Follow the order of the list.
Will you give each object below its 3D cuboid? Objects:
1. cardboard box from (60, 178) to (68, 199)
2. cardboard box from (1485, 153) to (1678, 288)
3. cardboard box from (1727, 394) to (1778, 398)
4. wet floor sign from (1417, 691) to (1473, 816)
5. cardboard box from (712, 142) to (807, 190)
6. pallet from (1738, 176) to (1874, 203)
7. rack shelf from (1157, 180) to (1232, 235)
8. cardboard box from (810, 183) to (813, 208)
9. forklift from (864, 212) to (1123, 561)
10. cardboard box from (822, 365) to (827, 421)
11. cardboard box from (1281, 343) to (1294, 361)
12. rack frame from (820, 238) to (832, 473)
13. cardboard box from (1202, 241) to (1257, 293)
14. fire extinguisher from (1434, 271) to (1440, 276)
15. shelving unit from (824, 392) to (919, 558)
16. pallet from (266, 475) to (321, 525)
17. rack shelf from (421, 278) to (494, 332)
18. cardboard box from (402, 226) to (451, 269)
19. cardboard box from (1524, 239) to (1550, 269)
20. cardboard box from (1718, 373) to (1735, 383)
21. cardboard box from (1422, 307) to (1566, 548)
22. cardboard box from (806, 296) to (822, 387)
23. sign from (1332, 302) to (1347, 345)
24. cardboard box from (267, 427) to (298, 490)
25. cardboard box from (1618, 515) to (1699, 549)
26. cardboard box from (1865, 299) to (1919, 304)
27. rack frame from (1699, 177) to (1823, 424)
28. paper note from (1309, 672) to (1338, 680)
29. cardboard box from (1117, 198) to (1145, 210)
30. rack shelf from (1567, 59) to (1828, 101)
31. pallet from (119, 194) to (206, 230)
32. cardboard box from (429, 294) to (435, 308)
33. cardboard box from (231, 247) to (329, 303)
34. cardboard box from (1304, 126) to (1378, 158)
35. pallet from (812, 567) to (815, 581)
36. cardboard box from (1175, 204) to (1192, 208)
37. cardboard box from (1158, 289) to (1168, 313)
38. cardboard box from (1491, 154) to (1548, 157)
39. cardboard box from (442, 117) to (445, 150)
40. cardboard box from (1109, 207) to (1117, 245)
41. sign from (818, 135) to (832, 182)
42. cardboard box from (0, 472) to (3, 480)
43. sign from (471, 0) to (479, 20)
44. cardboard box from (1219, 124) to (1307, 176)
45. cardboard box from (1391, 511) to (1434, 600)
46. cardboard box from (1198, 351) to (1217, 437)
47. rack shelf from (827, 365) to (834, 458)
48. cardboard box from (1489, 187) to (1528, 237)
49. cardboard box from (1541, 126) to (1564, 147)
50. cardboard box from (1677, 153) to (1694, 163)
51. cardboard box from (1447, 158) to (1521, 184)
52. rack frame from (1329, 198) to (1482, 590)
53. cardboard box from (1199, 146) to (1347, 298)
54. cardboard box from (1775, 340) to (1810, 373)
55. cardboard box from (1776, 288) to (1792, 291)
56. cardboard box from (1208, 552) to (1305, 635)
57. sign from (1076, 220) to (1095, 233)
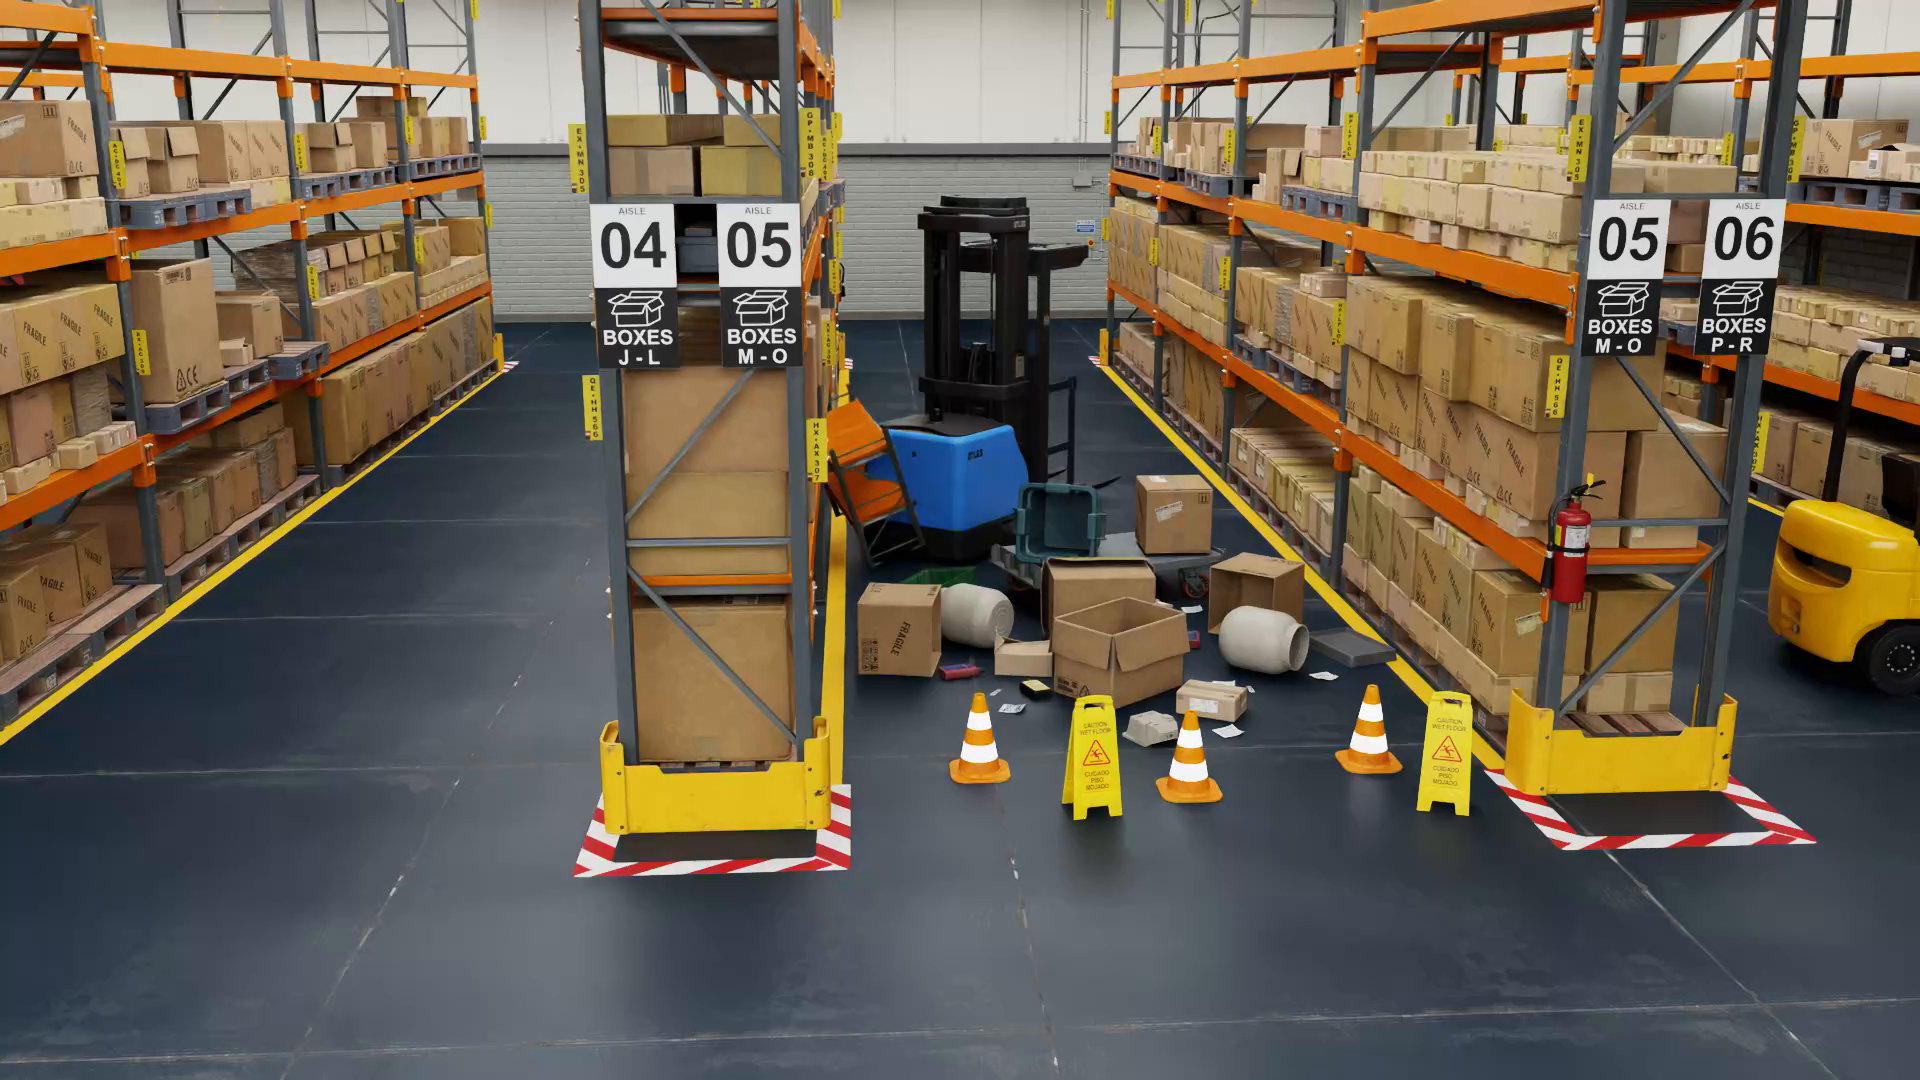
[{"bbox_3d":[-6.243,-2.358,11.150,0.380,0.149,0.250,-1,14,-3],"label":"cardboard box"},{"bbox_3d":[7.642,-3.807,20.297,0.607,1.899,4.994,-1,14,-2],"label":"cardboard box"},{"bbox_3d":[8.373,-1.256,17.562,0.500,0.500,0.500,0,14,-1],"label":"cardboard box"},{"bbox_3d":[2.605,1.117,8.890,0.267,0.644,0.232,4,15,16],"label":"wet floor sign"},{"bbox_3d":[-1.079,-2.011,8.965,0.500,0.250,0.500,-1,14,-4],"label":"cardboard box"},{"bbox_3d":[8.251,-3.348,15.878,1.213,0.211,1.003,0,14,-1],"label":"pallet"},{"bbox_3d":[3.042,-3.678,18.226,1.077,0.370,4.000,-1,14,-3],"label":"rack shelf"},{"bbox_3d":[-1.069,-2.036,9.859,0.380,0.149,0.250,-1,14,-3],"label":"cardboard box"},{"bbox_3d":[0.435,-1.520,14.728,1.129,2.843,3.031,10,17,33],"label":"forklift"},{"bbox_3d":[-1.285,-1.163,12.828,0.500,0.500,0.500,-1,14,-3],"label":"cardboard box"},{"bbox_3d":[3.052,-1.672,14.665,0.380,0.149,0.250,0,14,-2],"label":"cardboard box"},{"bbox_3d":[-1.769,-1.975,16.182,1.000,3.000,0.127,-1,14,-3],"label":"rack frame"},{"bbox_3d":[2.833,-2.861,17.419,0.500,0.500,0.500,-1,14,-2],"label":"cardboard box"},{"bbox_3d":[7.154,-3.955,24.782,0.296,0.674,0.183,-1,14,-3],"label":"fire extinguisher"},{"bbox_3d":[-0.829,-0.547,13.803,0.538,0.981,1.030,-23,31,-10],"label":"shelving unit"},{"bbox_3d":[-6.678,-0.379,15.574,1.003,0.211,1.213,-1,14,-3],"label":"pallet"},{"bbox_3d":[-7.097,-3.067,21.872,1.077,0.370,4.000,-1,14,-3],"label":"rack shelf"},{"bbox_3d":[-6.807,-3.728,21.194,0.500,0.500,0.500,-1,14,-5],"label":"cardboard box"},{"bbox_3d":[3.312,-1.564,9.068,0.380,0.149,0.250,-1,14,-3],"label":"cardboard box"},{"bbox_3d":[8.313,-1.723,18.073,0.380,0.149,0.250,-1,14,-3],"label":"cardboard box"},{"bbox_3d":[3.252,-0.665,10.270,0.700,1.489,0.542,-1,14,-4],"label":"cardboard box"},{"bbox_3d":[-1.382,-1.348,11.279,0.875,0.550,0.550,-1,14,-3],"label":"cardboard box"},{"bbox_3d":[2.860,-1.633,12.529,0.100,0.325,0.005,-1,14,-3],"label":"sign"},{"bbox_3d":[-6.664,-0.760,15.593,0.700,0.500,0.500,-2,15,-6],"label":"cardboard box"},{"bbox_3d":[3.847,-0.053,9.216,0.380,0.149,0.250,-1,14,-3],"label":"cardboard box"},{"bbox_3d":[8.547,-2.123,15.256,0.380,0.149,0.250,-1,14,-4],"label":"cardboard box"},{"bbox_3d":[8.120,-2.154,16.878,1.000,3.000,0.127,-1,14,-3],"label":"rack frame"},{"bbox_3d":[2.410,0.893,10.993,0.142,0.019,0.148,-6,16,-23],"label":"paper note"},{"bbox_3d":[2.405,-4.690,23.225,0.380,0.149,0.250,0,14,-2],"label":"cardboard box"},{"bbox_3d":[7.996,-5.015,18.203,1.077,0.370,4.000,-1,14,-3],"label":"rack shelf"},{"bbox_3d":[-6.409,-2.446,12.369,1.213,0.211,1.003,-1,14,-3],"label":"pallet"},{"bbox_3d":[-6.676,-2.941,20.440,0.380,0.149,0.250,-1,14,-5],"label":"cardboard box"},{"bbox_3d":[-6.754,-2.640,16.553,0.797,0.503,0.637,0,14,-2],"label":"cardboard box"},{"bbox_3d":[3.165,-3.303,13.778,0.500,0.250,0.500,-1,14,-3],"label":"cardboard box"},{"bbox_3d":[-1.644,0.180,13.405,1.003,0.211,1.213,-1,14,-3],"label":"pallet"},{"bbox_3d":[3.028,-4.317,21.778,0.380,0.149,0.250,-1,14,-4],"label":"cardboard box"},{"bbox_3d":[2.682,-2.885,20.021,0.500,0.250,0.500,-1,14,-5],"label":"cardboard box"},{"bbox_3d":[3.731,-2.465,10.969,0.380,0.149,0.250,-1,14,-5],"label":"cardboard box"},{"bbox_3d":[-7.140,-5.268,21.717,0.700,0.500,0.500,-2,15,-7],"label":"cardboard box"},{"bbox_3d":[2.416,-4.475,23.692,0.500,0.500,0.500,-1,14,-5],"label":"cardboard box"},{"bbox_3d":[-0.967,-2.730,11.903,0.100,0.325,0.005,-1,14,-3],"label":"sign"},{"bbox_3d":[-6.153,-0.321,10.260,0.380,0.149,0.250,-1,14,-3],"label":"cardboard box"},{"bbox_3d":[-6.678,-7.314,22.860,0.100,0.325,0.005,-1,14,-3],"label":"sign"},{"bbox_3d":[2.992,-3.874,16.493,0.797,0.503,0.637,-2,15,-7],"label":"cardboard box"},{"bbox_3d":[3.256,0.096,11.303,0.500,0.500,0.500,0,14,-1],"label":"cardboard box"},{"bbox_3d":[3.155,-1.646,18.324,0.875,0.875,0.875,-1,14,-3],"label":"cardboard box"},{"bbox_3d":[-1.645,-1.129,14.339,1.077,0.370,4.000,-1,14,-3],"label":"rack shelf"},{"bbox_3d":[3.344,-1.859,9.418,0.500,0.250,0.500,-1,14,-4],"label":"cardboard box"},{"bbox_3d":[7.600,-5.037,20.764,0.500,0.250,0.500,-1,14,-3],"label":"cardboard box"},{"bbox_3d":[7.811,-4.003,17.547,0.380,0.149,0.250,-1,14,-3],"label":"cardboard box"},{"bbox_3d":[3.217,-2.264,10.192,0.380,0.149,0.250,-1,14,-2],"label":"cardboard box"},{"bbox_3d":[3.414,-1.082,12.711,1.000,3.000,0.127,-1,14,-3],"label":"rack frame"},{"bbox_3d":[2.922,-3.068,15.547,0.402,1.117,4.483,-1,14,-5],"label":"cardboard box"},{"bbox_3d":[7.968,-1.714,15.470,0.500,0.250,0.500,-1,14,-5],"label":"cardboard box"},{"bbox_3d":[7.863,-2.366,16.201,0.380,0.149,0.250,-1,14,-2],"label":"cardboard box"},{"bbox_3d":[2.122,0.415,11.904,0.500,0.500,0.500,10,18,35],"label":"cardboard box"},{"bbox_3d":[2.245,-5.613,29.781,0.327,0.218,0.001,-1,14,-3],"label":"sign"}]
